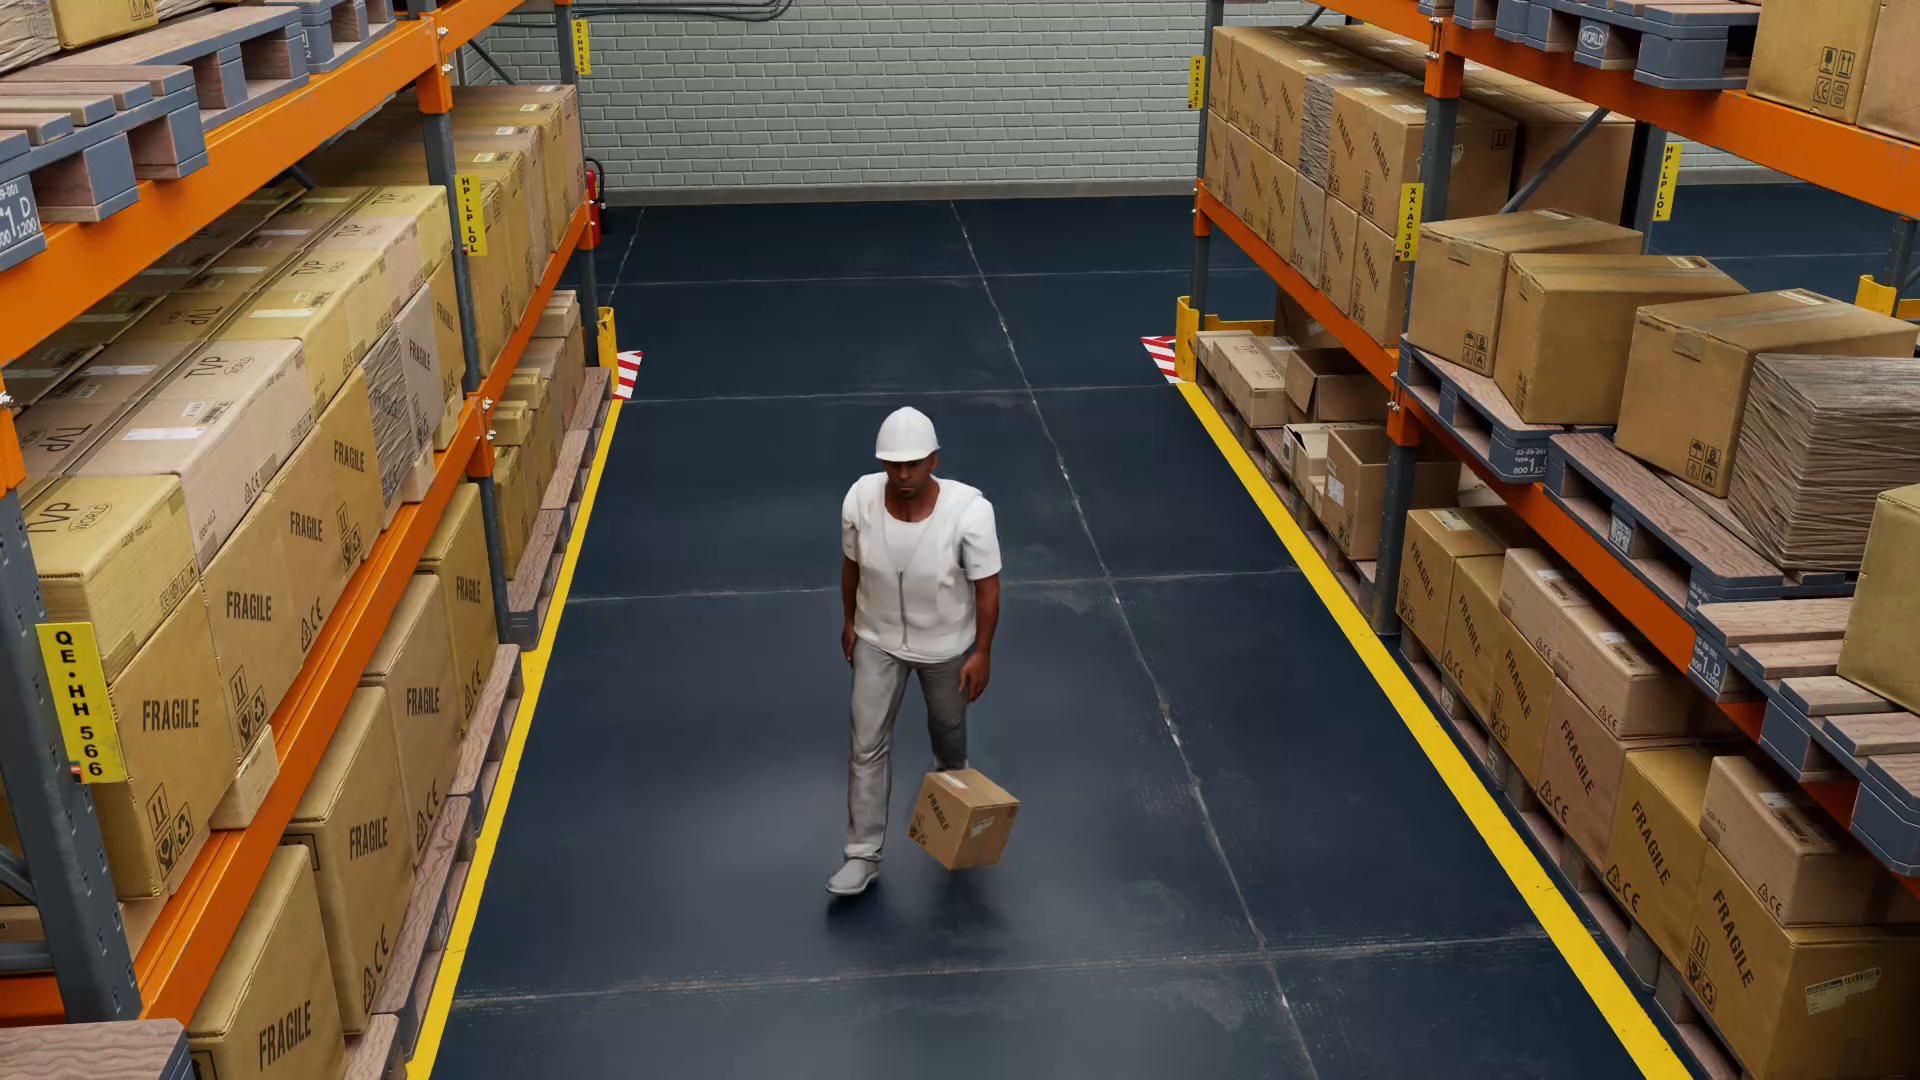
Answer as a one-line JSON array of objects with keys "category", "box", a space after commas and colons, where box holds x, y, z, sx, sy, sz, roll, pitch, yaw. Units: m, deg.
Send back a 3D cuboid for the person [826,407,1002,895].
[{"category": "person", "box": [-0.155, 0.350, 5.808, 0.601, 1.728, 0.951, 4, 24, 10]}]
